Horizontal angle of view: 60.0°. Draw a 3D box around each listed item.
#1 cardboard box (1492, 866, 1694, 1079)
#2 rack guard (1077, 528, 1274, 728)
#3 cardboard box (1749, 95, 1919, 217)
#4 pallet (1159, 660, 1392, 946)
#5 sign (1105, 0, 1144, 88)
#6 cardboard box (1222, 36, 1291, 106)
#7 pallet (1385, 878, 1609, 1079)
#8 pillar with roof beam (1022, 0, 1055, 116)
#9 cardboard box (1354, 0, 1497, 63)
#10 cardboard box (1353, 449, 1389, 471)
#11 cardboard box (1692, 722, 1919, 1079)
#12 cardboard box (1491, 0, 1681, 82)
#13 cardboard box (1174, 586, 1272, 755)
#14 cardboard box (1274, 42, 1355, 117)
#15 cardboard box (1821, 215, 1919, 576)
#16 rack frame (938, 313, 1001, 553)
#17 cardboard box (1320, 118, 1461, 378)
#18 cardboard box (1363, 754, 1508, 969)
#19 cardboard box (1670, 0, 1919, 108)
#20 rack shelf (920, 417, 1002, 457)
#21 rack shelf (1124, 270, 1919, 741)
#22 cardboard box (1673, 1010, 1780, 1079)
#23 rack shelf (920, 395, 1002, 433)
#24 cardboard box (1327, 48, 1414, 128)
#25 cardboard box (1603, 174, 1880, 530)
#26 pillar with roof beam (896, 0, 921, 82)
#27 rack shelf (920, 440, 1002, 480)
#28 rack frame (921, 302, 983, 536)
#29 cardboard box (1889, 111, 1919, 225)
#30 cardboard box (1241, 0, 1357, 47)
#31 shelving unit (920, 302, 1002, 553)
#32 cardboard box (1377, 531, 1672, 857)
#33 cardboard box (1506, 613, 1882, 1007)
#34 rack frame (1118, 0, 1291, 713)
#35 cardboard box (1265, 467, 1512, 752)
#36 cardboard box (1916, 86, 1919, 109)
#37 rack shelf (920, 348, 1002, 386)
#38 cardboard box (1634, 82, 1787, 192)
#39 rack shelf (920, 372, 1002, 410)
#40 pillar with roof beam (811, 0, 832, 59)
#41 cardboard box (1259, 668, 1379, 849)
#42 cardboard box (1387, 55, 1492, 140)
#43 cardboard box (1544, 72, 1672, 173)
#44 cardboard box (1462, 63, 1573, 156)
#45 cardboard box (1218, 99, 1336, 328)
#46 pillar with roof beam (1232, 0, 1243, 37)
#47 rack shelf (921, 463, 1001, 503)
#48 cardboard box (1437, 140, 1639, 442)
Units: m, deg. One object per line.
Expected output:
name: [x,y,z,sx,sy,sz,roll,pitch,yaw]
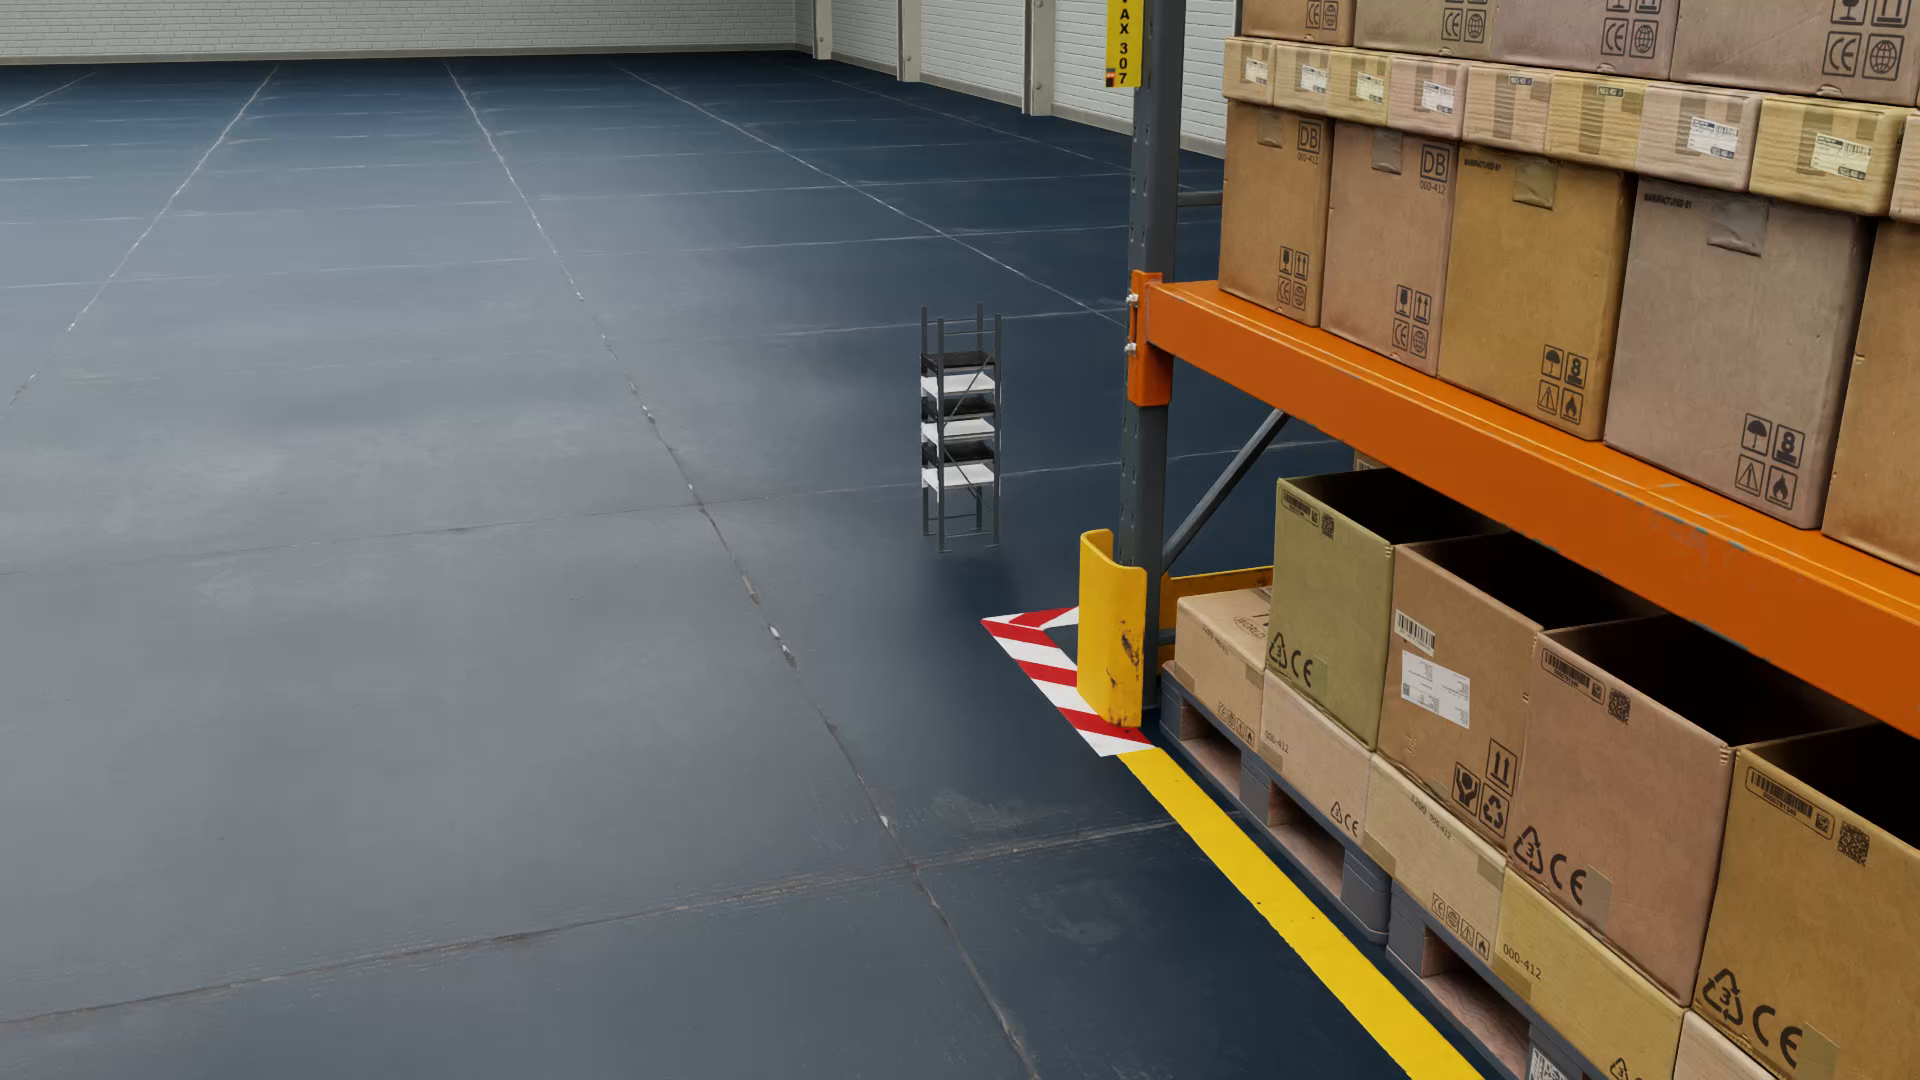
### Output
cardboard box: [1.387,0.811,3.169,0.500,0.250,0.500,-6,21,-17]
rack guard: [0.952,0.206,5.104,1.175,0.500,0.348,-6,21,-17]
cardboard box: [1.444,-0.589,2.511,0.380,0.149,0.250,-6,21,-15]
pallet: [1.240,0.590,4.461,1.003,0.211,1.213,-6,21,-17]
sign: [0.431,-1.351,4.342,0.100,0.325,0.005,-6,21,-17]
cardboard box: [0.878,-1.167,4.120,0.380,0.149,0.250,-7,21,-18]
pallet: [1.619,0.981,3.373,1.003,0.211,1.213,-6,21,-17]
pillar with roof beam: [-3.042,-9.500,19.554,9.100,9.000,0.400,-6,21,-17]
cardboard box: [1.281,-1.284,3.488,0.700,0.500,0.500,-7,21,-19]
cardboard box: [1.411,-0.079,4.536,0.500,0.500,0.500,-6,21,-17]
cardboard box: [1.557,0.617,2.599,0.500,0.500,0.500,-6,21,-17]
cardboard box: [1.440,-1.123,3.038,0.700,0.500,0.500,-6,21,-17]
cardboard box: [0.917,0.329,4.509,0.500,0.250,0.500,-6,21,-17]
cardboard box: [0.964,-1.082,3.885,0.380,0.149,0.250,-7,21,-19]
cardboard box: [1.745,-0.198,2.383,0.700,0.500,0.500,-6,21,-16]
rack frame: [0.034,-0.388,6.166,0.240,0.900,0.006,-6,21,-17]
cardboard box: [1.264,-0.691,3.755,0.700,0.500,0.500,-6,21,-16]
cardboard box: [1.234,0.650,3.617,0.500,0.250,0.500,-6,21,-17]
cardboard box: [1.598,-0.962,2.590,0.700,0.500,0.500,-6,21,-17]
rack shelf: [0.003,-0.390,6.268,0.258,0.077,0.200,-6,21,-17]
rack shelf: [1.588,0.017,2.995,1.077,0.370,4.000,-6,21,-17]
cardboard box: [1.545,0.971,2.722,0.500,0.250,0.500,-6,21,-17]
rack shelf: [0.003,-0.474,6.238,0.258,0.077,0.200,-6,21,-17]
cardboard box: [1.041,-1.002,3.661,0.380,0.149,0.250,-6,21,-17]
cardboard box: [1.583,-0.362,2.840,0.700,0.500,0.500,-6,21,-16]
pillar with roof beam: [-4.928,-11.426,24.915,9.100,9.000,0.400,-6,21,-17]
rack shelf: [0.003,-0.305,6.299,0.258,0.077,0.200,-6,21,-17]
rack frame: [-0.029,-0.454,6.348,0.240,0.900,0.006,-6,21,-17]
cardboard box: [1.530,-0.504,2.275,0.380,0.149,0.250,-6,21,-16]
cardboard box: [1.111,-1.453,3.956,0.700,0.500,0.500,-6,21,-17]
shelving unit: [0.003,-0.421,6.257,0.258,0.900,0.210,-6,21,-17]
cardboard box: [1.245,0.295,3.494,0.500,0.500,0.500,-6,21,-17]
cardboard box: [1.386,0.458,3.042,0.500,0.500,0.500,-6,21,-17]
rack frame: [0.959,-0.963,4.660,1.000,3.000,0.127,-6,21,-17]
cardboard box: [1.076,0.136,3.936,0.500,0.500,0.500,-6,21,-17]
cardboard box: [1.754,-0.802,2.144,0.700,0.500,0.500,-6,21,-17]
rack shelf: [0.003,-0.644,6.177,0.258,0.077,0.200,-6,21,-17]
cardboard box: [1.361,-0.673,2.746,0.380,0.149,0.250,-6,21,-17]
rack shelf: [0.003,-0.559,6.208,0.258,0.077,0.200,-6,21,-17]
pillar with roof beam: [-6.814,-13.351,30.275,9.100,9.000,0.400,-6,21,-17]
cardboard box: [1.078,0.489,4.064,0.500,0.250,0.500,-6,21,-17]
cardboard box: [1.118,-0.921,3.435,0.380,0.149,0.250,-7,21,-18]
cardboard box: [1.285,-0.754,2.970,0.380,0.149,0.250,-7,21,-18]
cardboard box: [1.204,-0.836,3.198,0.380,0.149,0.250,-7,21,-19]
cardboard box: [1.094,-0.859,4.223,0.700,0.500,0.500,-6,21,-17]
pillar with roof beam: [-1.156,-7.575,14.193,9.100,9.000,0.400,-6,21,-17]
rack shelf: [0.003,-0.220,6.329,0.258,0.077,0.200,-6,21,-17]
cardboard box: [1.414,-0.531,3.310,0.700,0.500,0.500,-6,21,-17]
